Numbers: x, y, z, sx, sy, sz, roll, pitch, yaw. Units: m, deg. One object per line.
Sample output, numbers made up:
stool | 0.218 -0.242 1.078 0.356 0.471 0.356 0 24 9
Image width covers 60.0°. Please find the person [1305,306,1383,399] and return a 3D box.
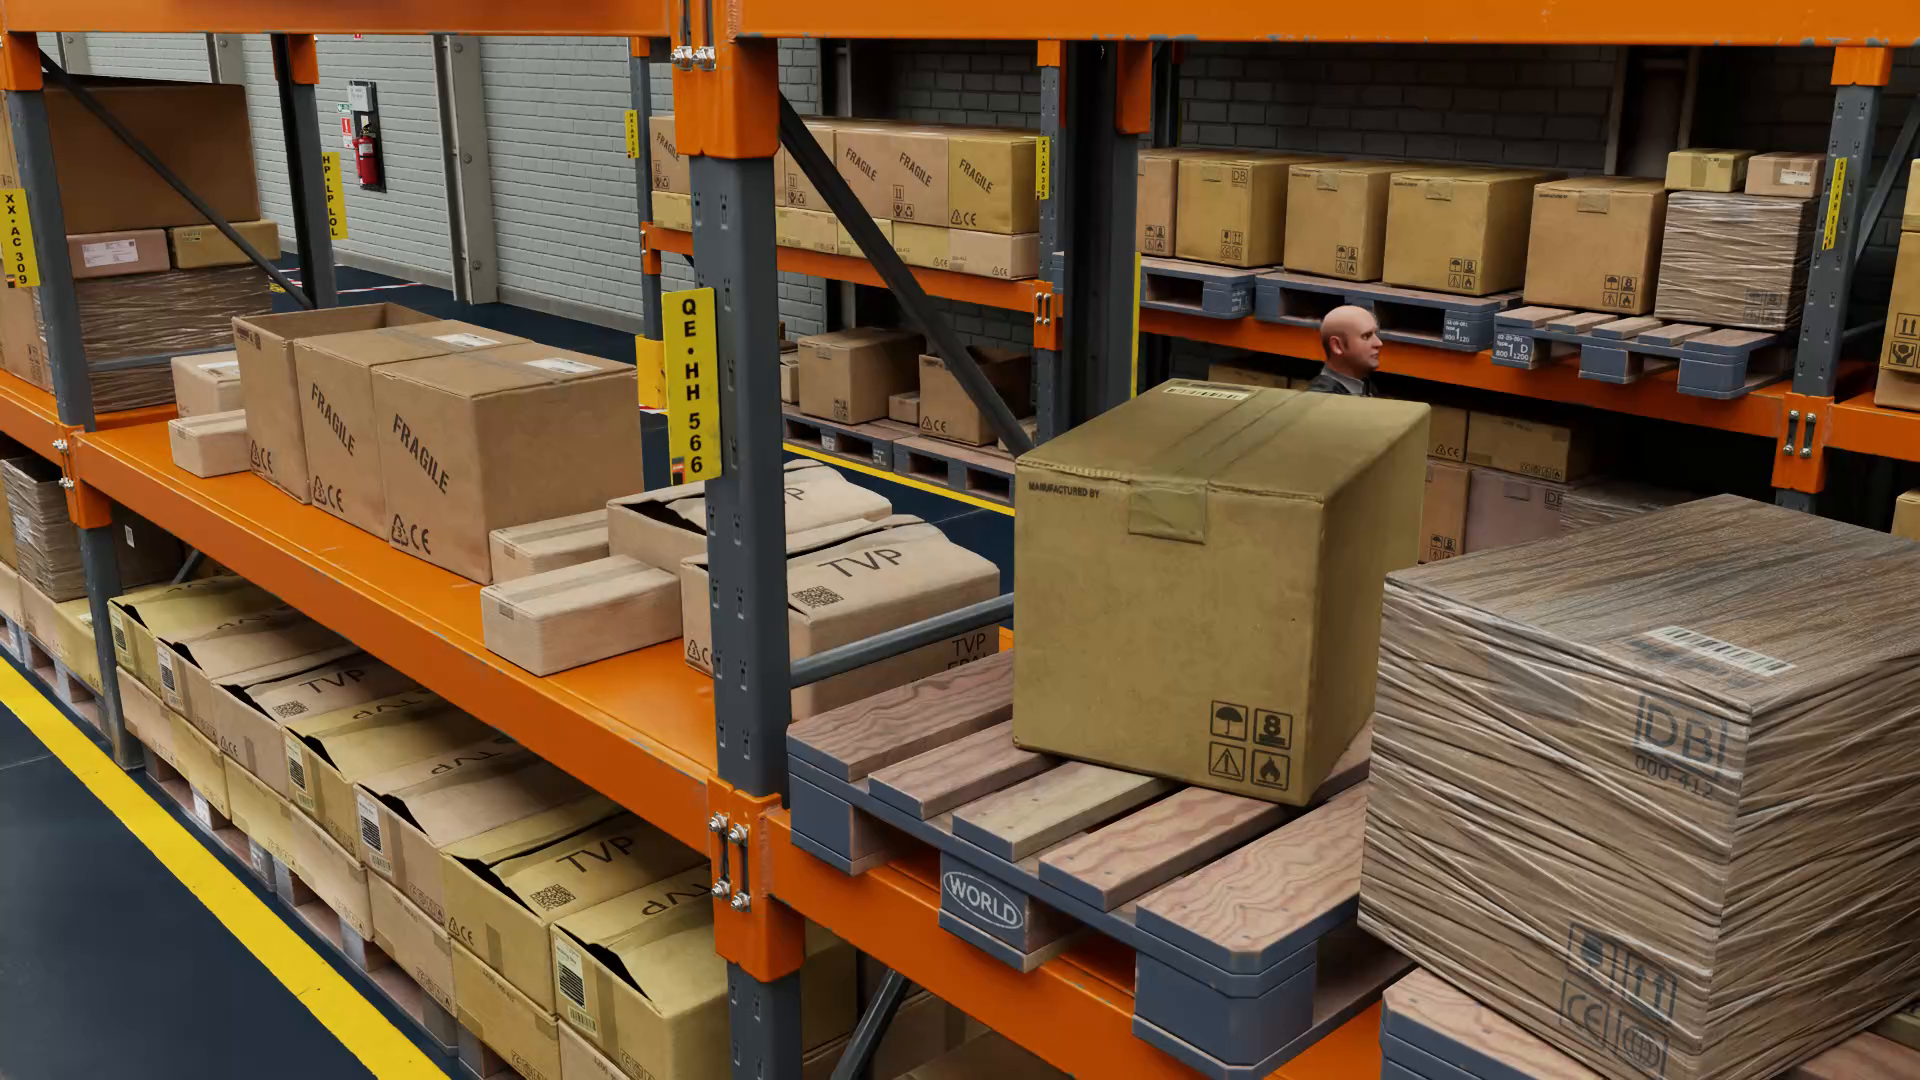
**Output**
person | 1.432 0.045 5.974 0.758 1.758 0.571 11 20 32
